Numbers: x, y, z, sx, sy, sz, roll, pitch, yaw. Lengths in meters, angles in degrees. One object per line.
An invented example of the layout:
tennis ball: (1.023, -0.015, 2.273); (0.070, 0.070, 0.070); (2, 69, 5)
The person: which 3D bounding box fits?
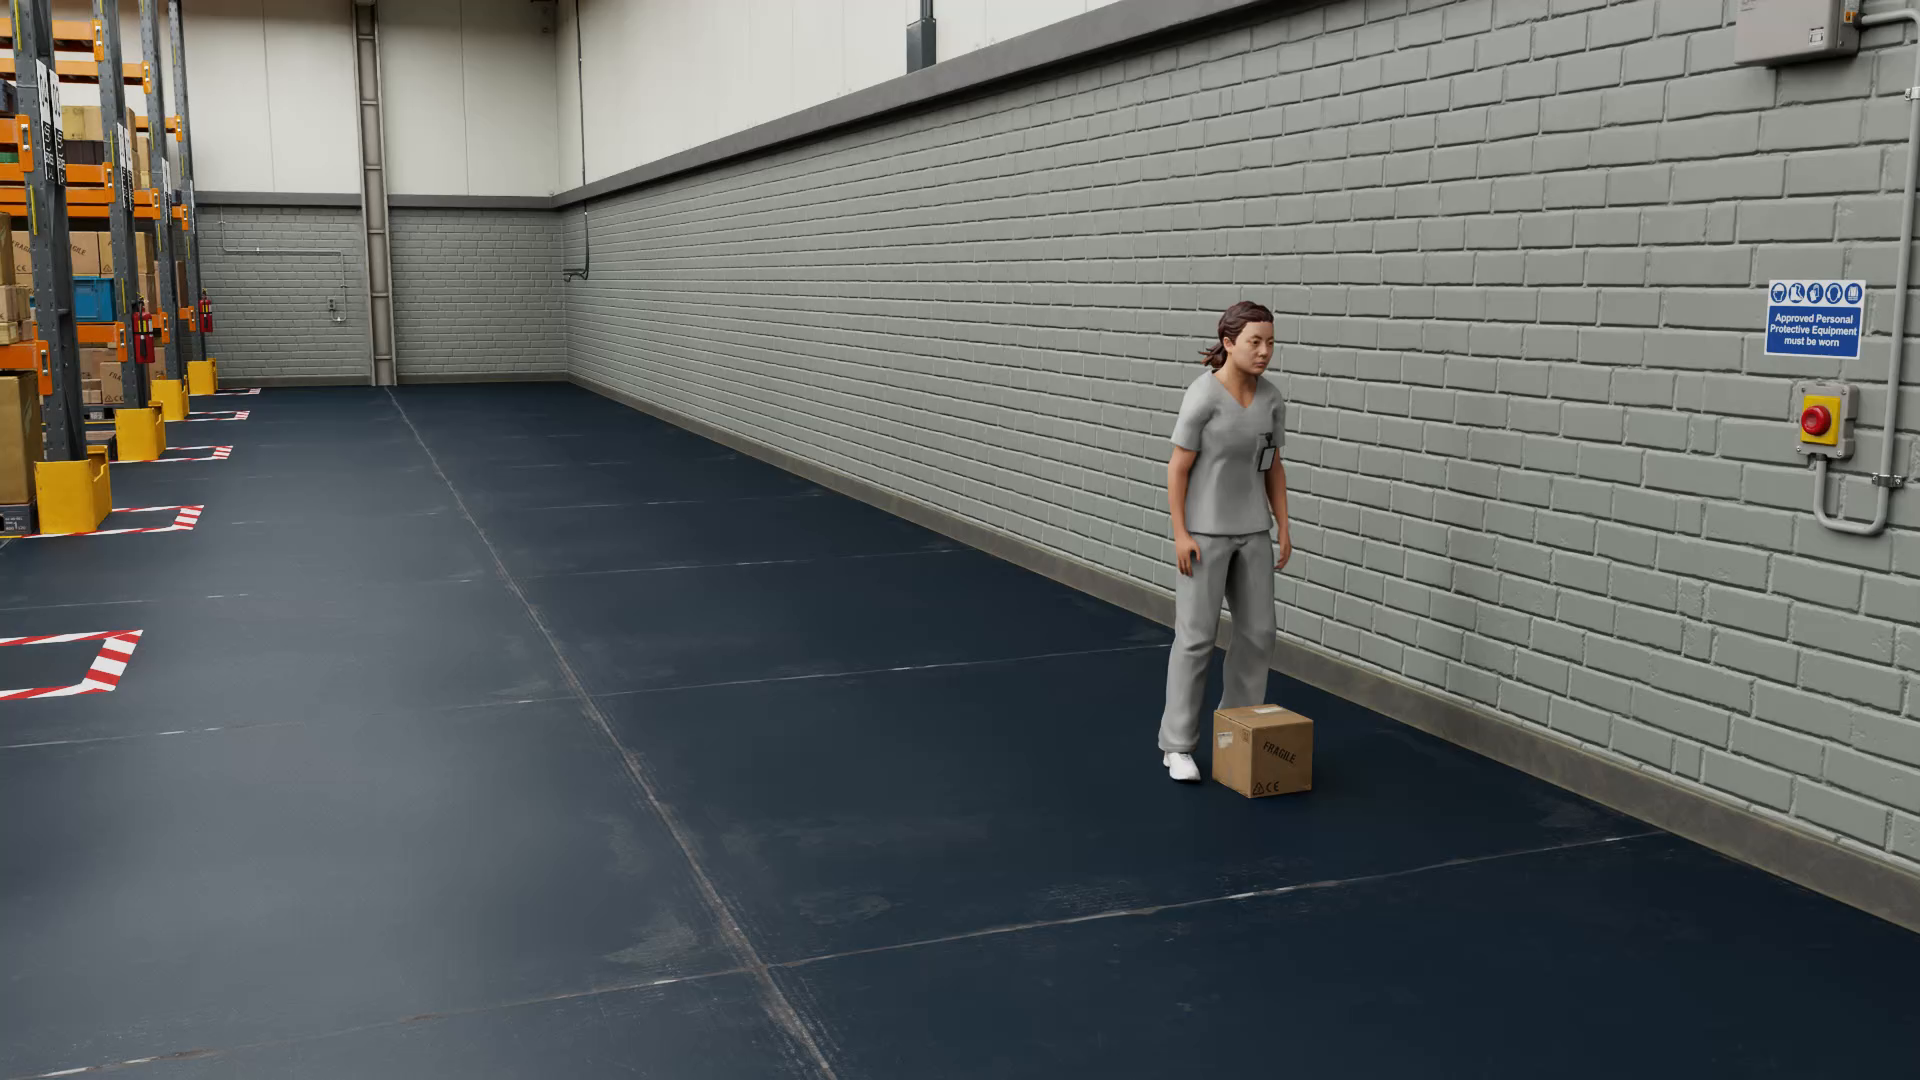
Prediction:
person: (0.949, -0.006, 5.903); (0.516, 1.672, 0.355); (-4, 10, -24)
